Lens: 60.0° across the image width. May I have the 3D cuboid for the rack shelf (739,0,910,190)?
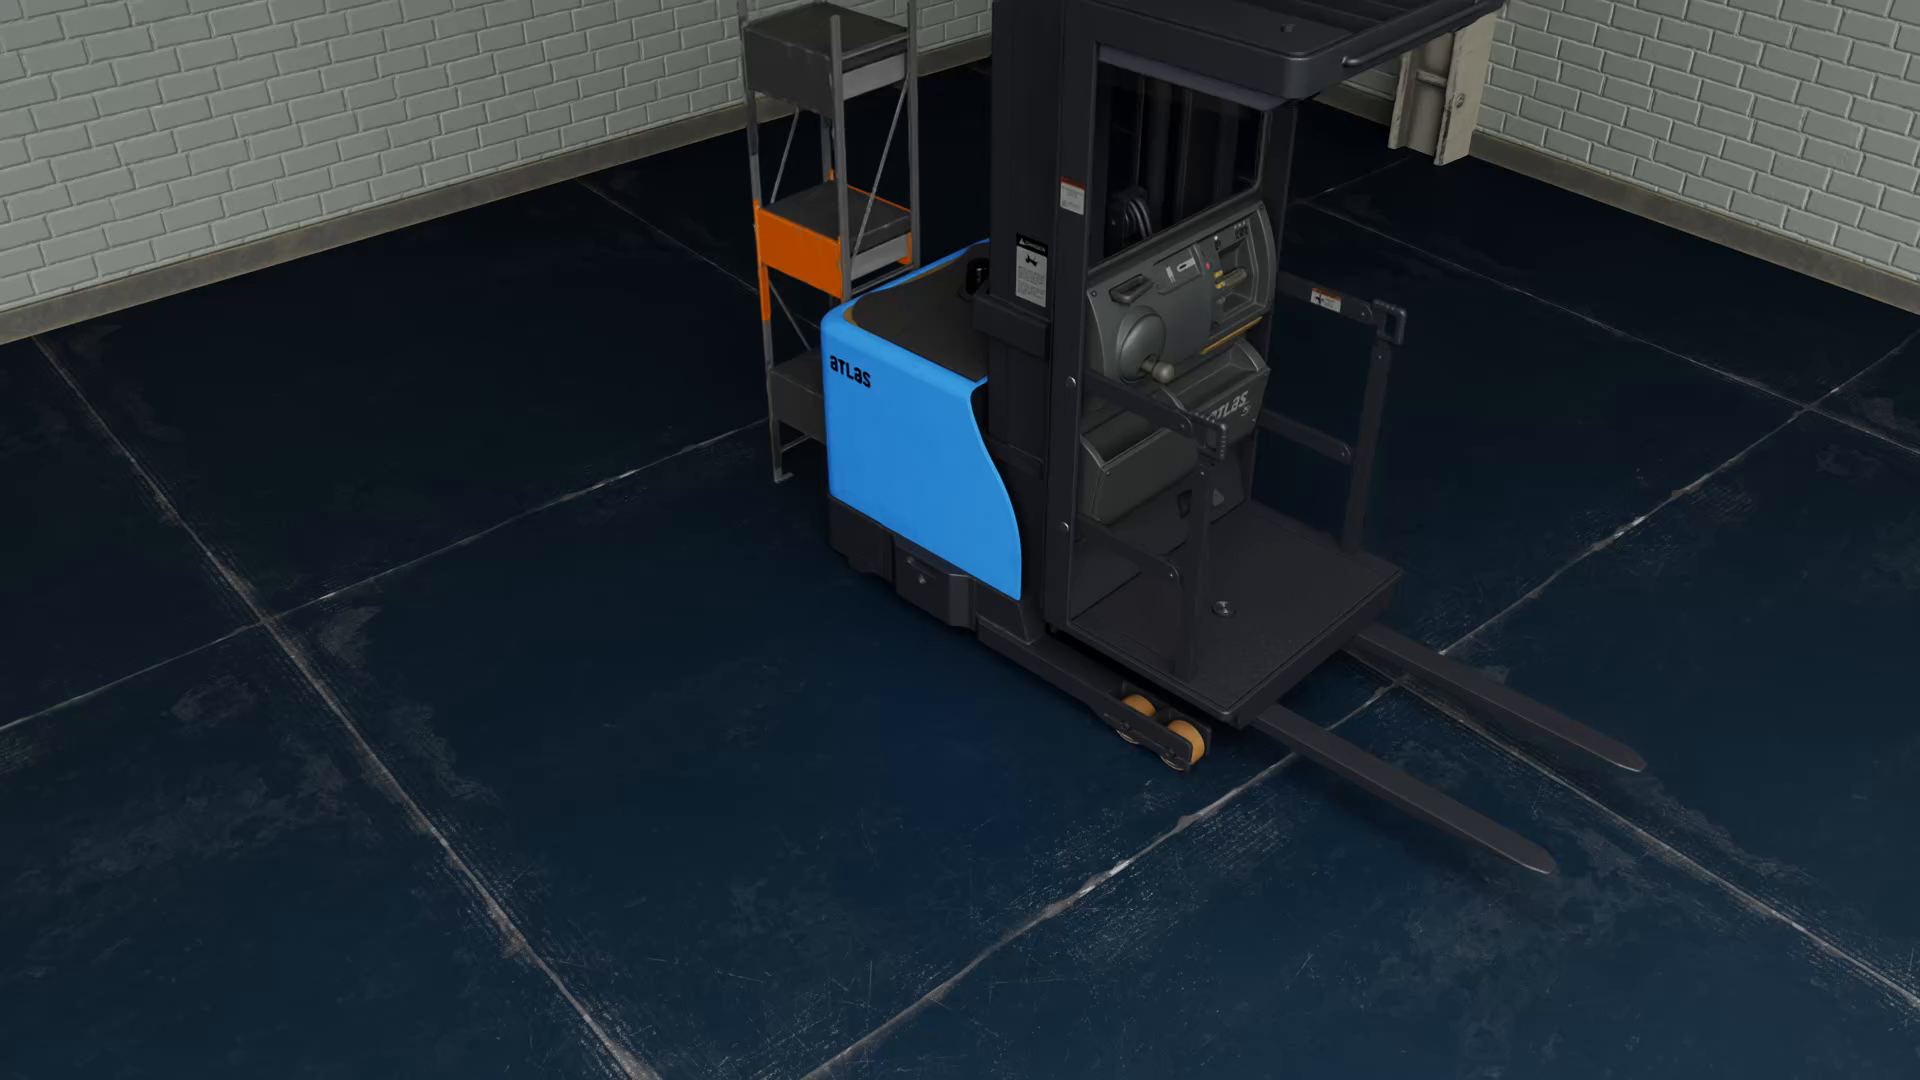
[{"bbox_3d":[-0.473,-1.646,6.070,0.480,0.518,0.431,29,44,34],"label":"rack shelf"}]

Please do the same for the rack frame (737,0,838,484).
[{"bbox_3d":[-0.650,-1.183,6.604,0.015,2.100,0.400,29,44,34],"label":"rack frame"}]

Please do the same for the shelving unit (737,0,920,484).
[{"bbox_3d":[-0.473,-1.086,6.467,0.503,2.100,0.431,29,44,34],"label":"shelving unit"}]

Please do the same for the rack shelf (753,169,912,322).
[{"bbox_3d":[-0.473,-1.075,6.475,0.480,0.518,0.431,29,44,34],"label":"rack shelf"}]

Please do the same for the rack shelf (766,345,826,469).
[{"bbox_3d":[-0.473,-0.504,6.880,0.480,0.518,0.431,29,44,34],"label":"rack shelf"}]

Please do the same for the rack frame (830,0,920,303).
[{"bbox_3d":[-0.297,-0.989,6.330,0.015,2.100,0.400,29,44,34],"label":"rack frame"}]

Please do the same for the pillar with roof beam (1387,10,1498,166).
[{"bbox_3d":[-0.442,-4.436,5.227,9.100,9.000,0.400,-26,43,-32],"label":"pillar with roof beam"}]

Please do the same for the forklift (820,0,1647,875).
[{"bbox_3d":[0.886,-0.759,5.286,3.031,2.935,1.130,29,44,34],"label":"forklift"}]
